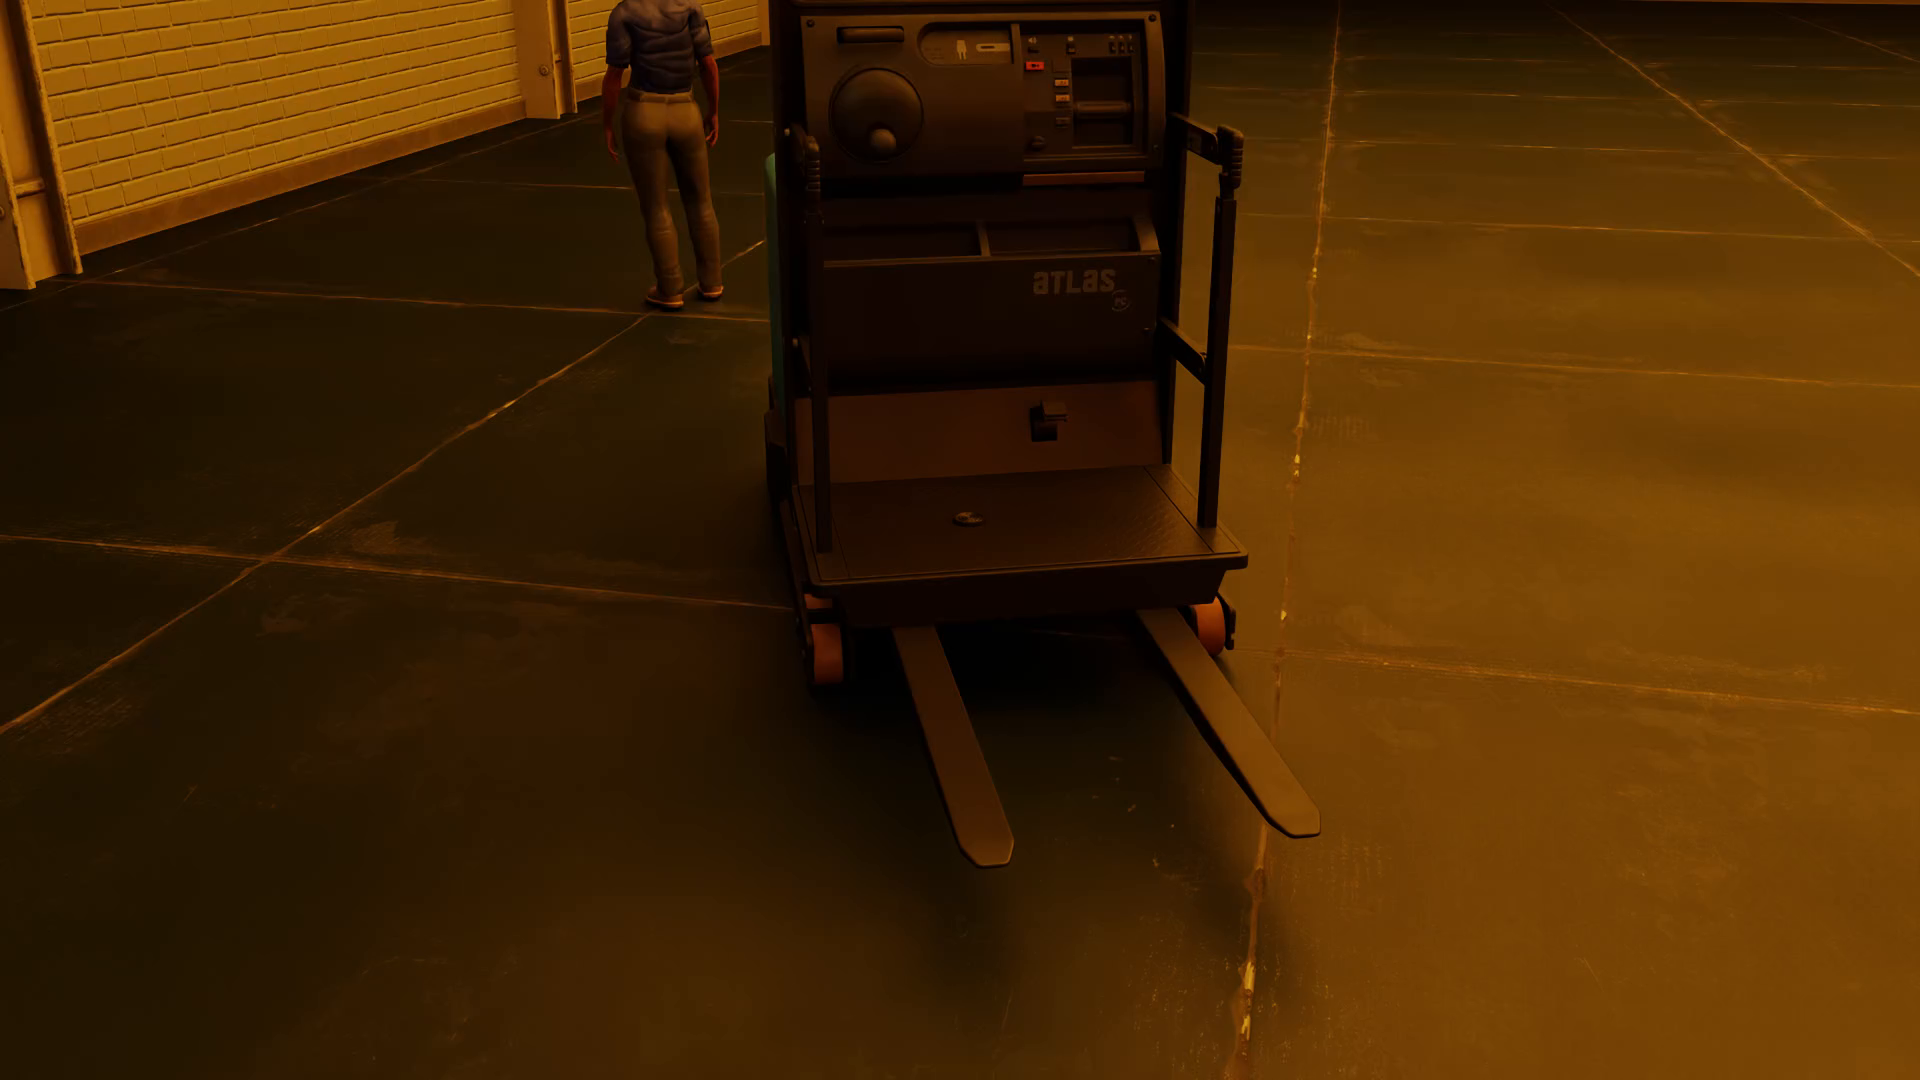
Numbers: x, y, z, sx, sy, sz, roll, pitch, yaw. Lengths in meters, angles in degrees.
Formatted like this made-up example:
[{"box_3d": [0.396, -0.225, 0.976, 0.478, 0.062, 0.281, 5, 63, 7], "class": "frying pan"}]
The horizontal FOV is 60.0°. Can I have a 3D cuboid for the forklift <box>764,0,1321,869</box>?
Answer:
[{"box_3d": [0.104, -1.131, 4.040, 1.130, 2.935, 3.031, -4, 22, -9], "class": "forklift"}]

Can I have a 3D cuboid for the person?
[{"box_3d": [-1.358, -1.891, 7.577, 0.570, 1.654, 0.504, -9, 24, -22], "class": "person"}]
